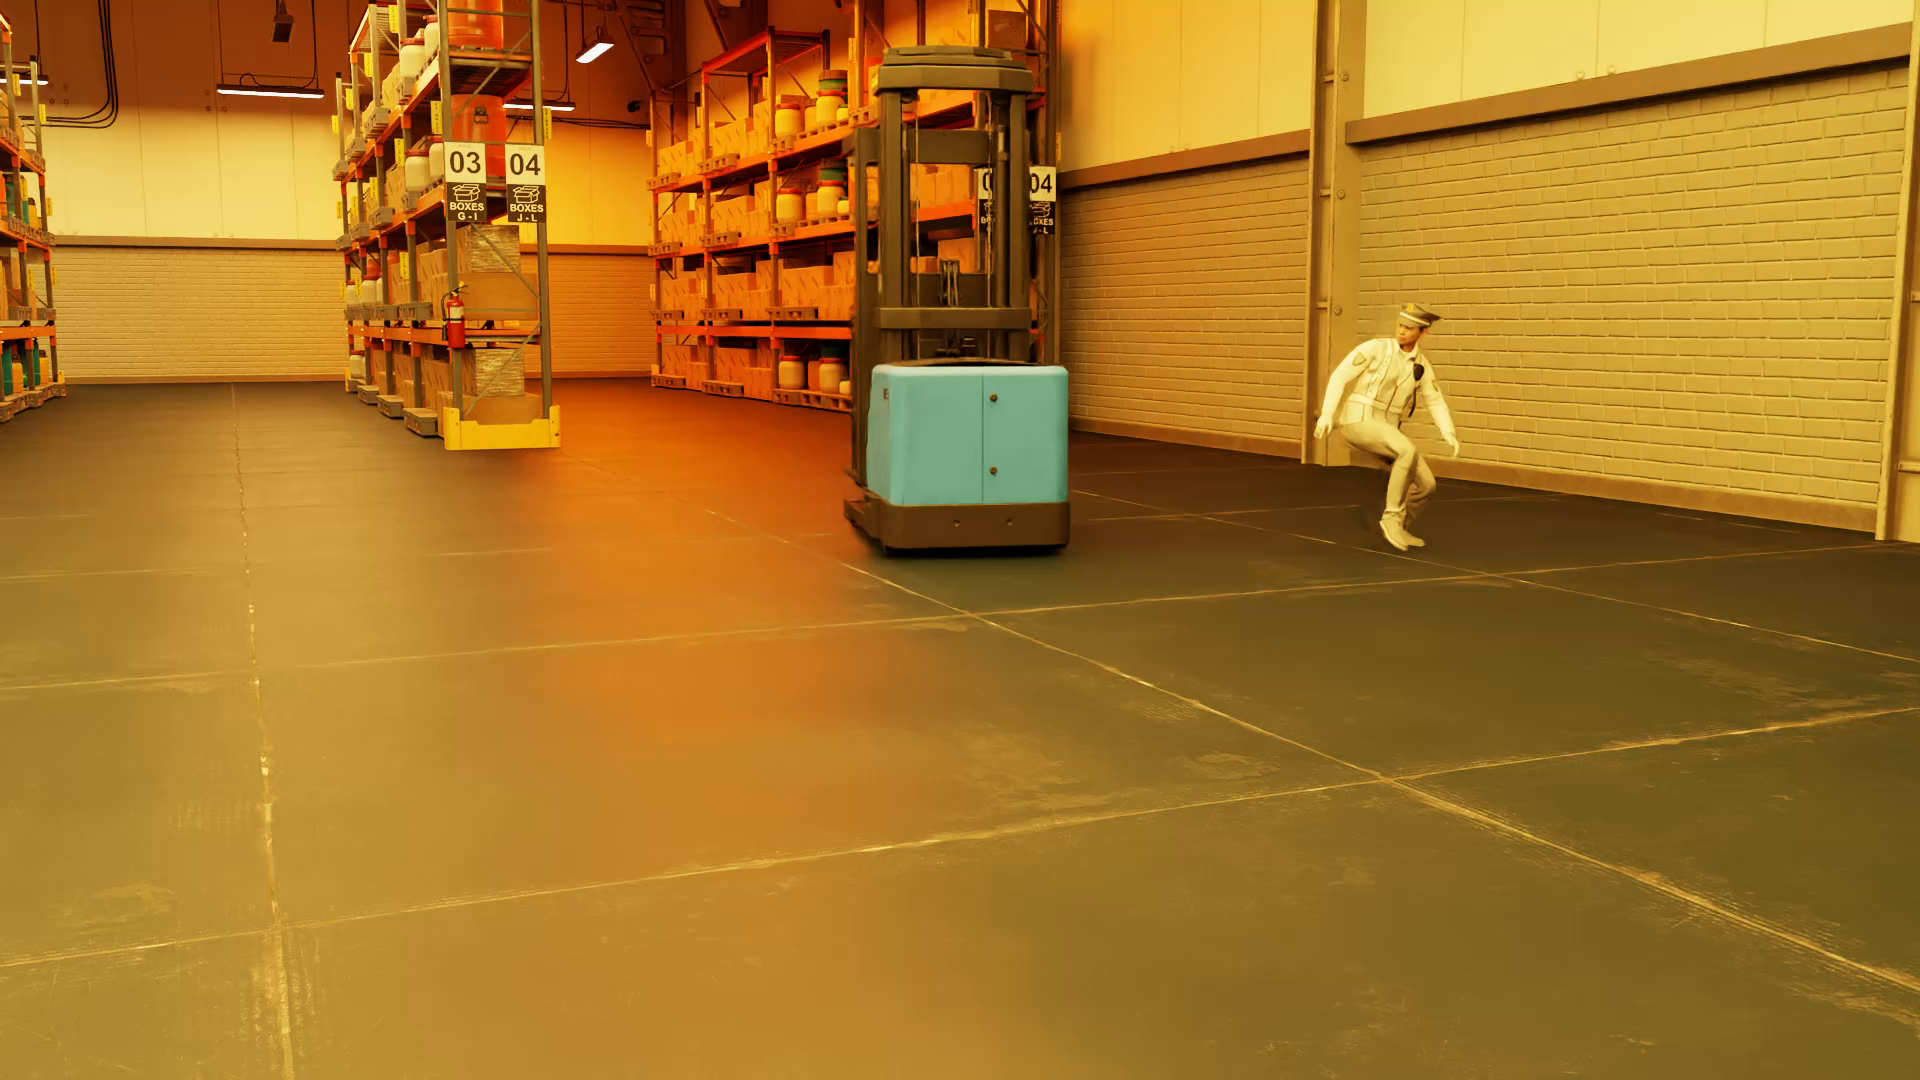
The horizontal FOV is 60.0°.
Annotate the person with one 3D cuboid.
[{"bbox_3d":[2.537,-0.659,9.706,0.714,1.468,0.659,-4,9,-31],"label":"person"}]

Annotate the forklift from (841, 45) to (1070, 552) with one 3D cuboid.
[{"bbox_3d":[-0.157,-1.539,10.613,1.130,2.935,3.031,-1,8,-11],"label":"forklift"}]
